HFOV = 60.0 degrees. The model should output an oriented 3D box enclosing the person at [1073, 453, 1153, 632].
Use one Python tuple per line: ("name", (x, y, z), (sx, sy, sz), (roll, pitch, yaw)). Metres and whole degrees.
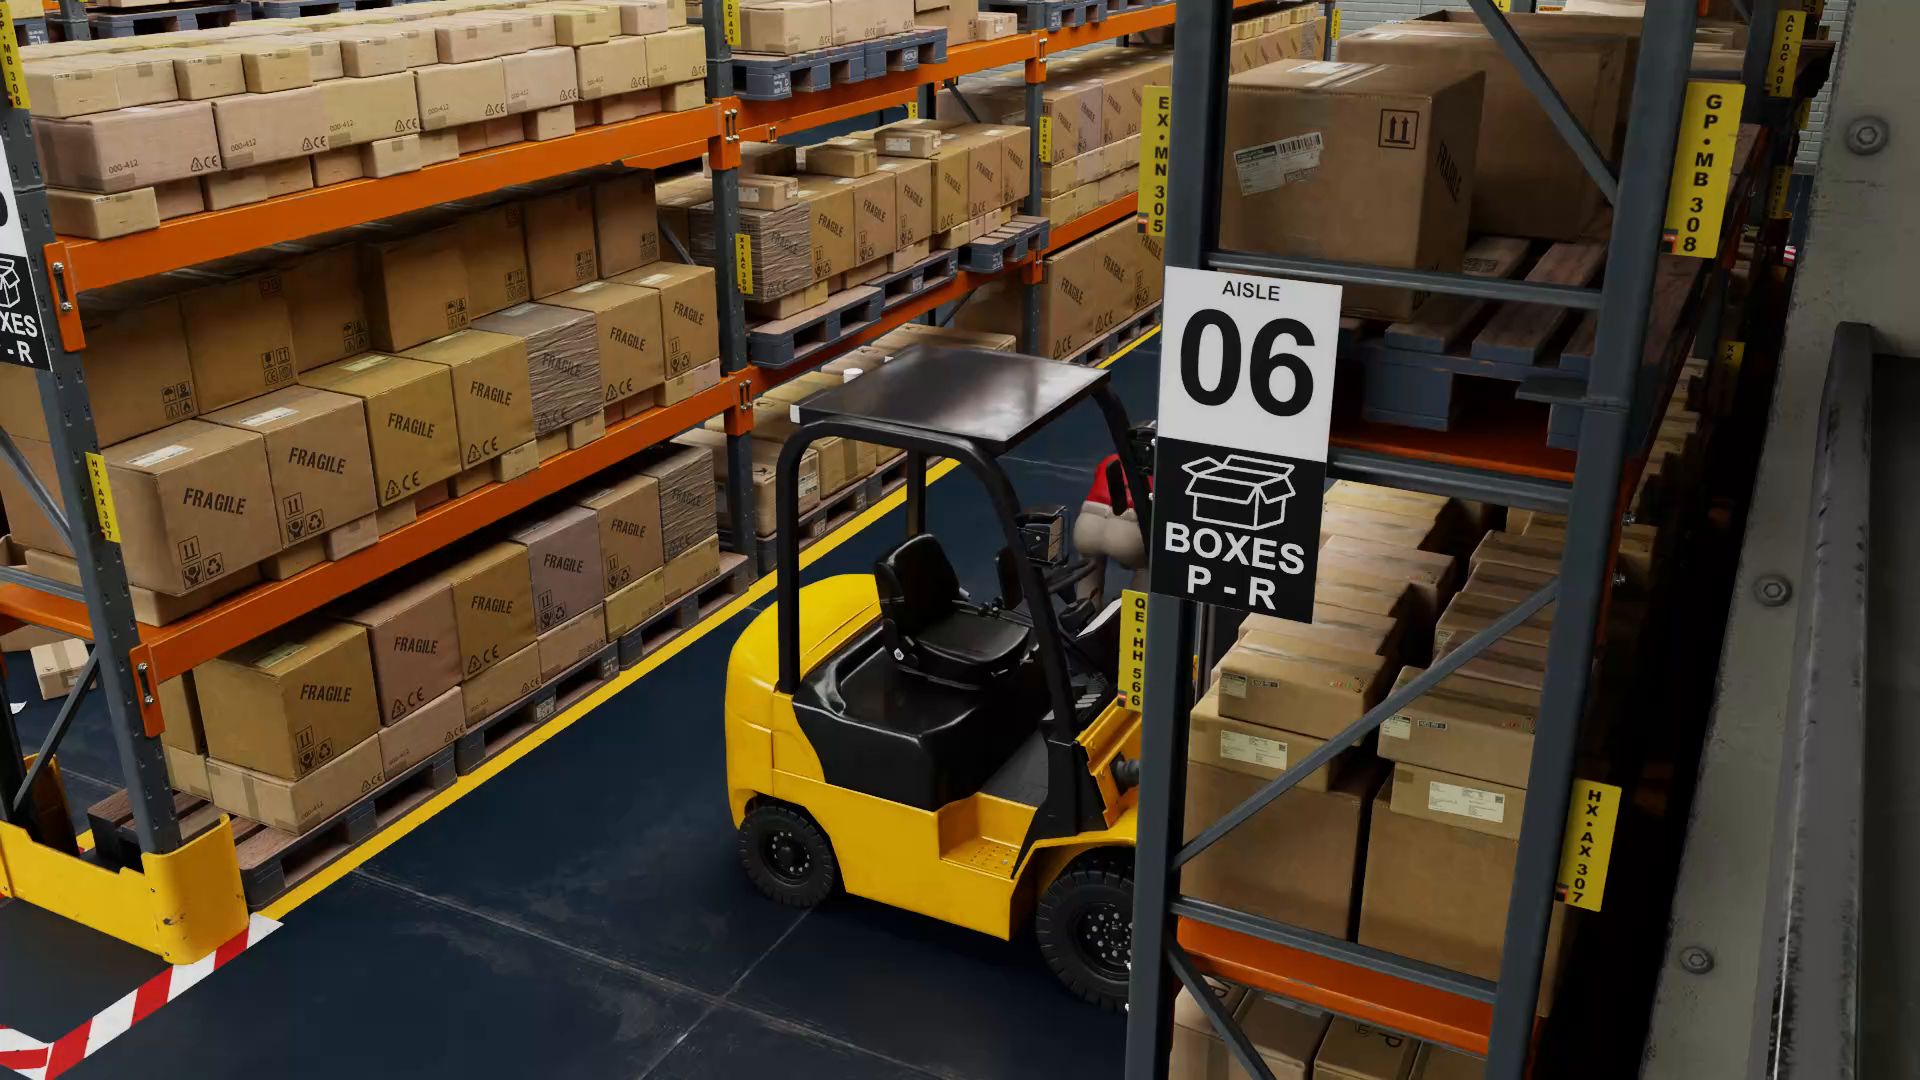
("person", (0.925, -0.002, 9.272), (0.536, 0.978, 0.930), (10, 25, 23))
